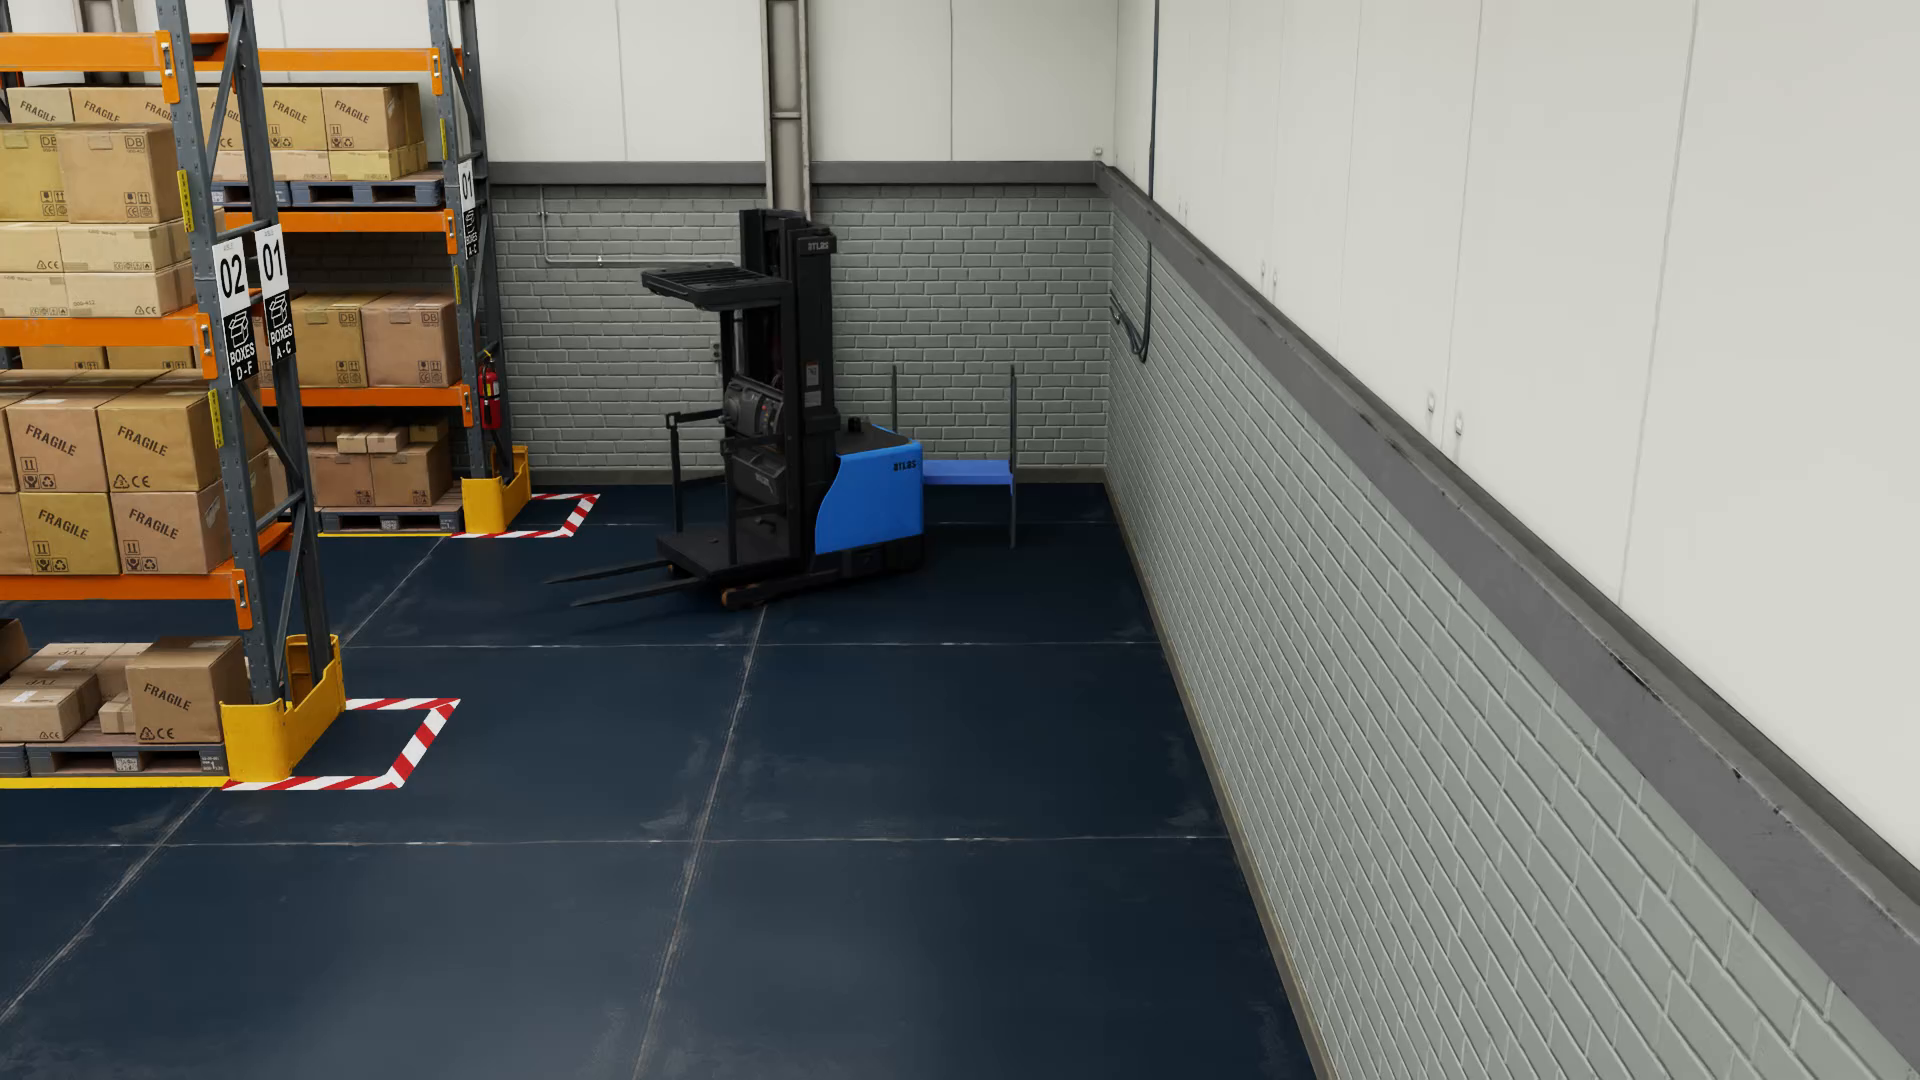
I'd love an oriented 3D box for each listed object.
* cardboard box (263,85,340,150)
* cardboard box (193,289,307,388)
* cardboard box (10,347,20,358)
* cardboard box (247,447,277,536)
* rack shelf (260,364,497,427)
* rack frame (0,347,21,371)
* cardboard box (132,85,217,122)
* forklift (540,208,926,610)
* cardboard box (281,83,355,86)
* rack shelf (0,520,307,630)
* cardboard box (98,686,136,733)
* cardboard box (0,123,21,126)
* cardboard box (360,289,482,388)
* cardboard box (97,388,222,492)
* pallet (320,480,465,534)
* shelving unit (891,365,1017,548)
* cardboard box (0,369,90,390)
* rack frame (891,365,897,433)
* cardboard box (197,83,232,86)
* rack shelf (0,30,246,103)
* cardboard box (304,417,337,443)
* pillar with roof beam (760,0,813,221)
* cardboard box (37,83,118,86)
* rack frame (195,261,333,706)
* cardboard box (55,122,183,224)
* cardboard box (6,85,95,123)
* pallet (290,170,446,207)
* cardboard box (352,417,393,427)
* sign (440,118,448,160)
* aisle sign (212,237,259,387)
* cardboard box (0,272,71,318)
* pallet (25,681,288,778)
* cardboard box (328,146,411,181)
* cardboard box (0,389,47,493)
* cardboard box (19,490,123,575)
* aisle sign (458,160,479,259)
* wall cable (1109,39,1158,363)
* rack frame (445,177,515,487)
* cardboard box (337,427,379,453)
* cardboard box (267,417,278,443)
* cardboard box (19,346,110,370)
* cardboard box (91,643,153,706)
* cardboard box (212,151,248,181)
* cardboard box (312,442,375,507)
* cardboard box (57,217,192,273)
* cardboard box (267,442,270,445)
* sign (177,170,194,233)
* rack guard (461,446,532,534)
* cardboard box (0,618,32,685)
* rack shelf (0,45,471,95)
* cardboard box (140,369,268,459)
[{"bbox_3d":[-5.480,-3.538,13.922,0.500,0.500,0.500,0,18,1],"label":"cardboard box"},{"bbox_3d":[-6.251,-1.792,14.731,0.700,0.700,0.980,-1,18,-4],"label":"cardboard box"},{"bbox_3d":[-8.715,-1.916,14.928,0.500,0.500,0.500,-1,18,-3],"label":"cardboard box"},{"bbox_3d":[-4.617,-0.275,10.331,0.500,0.500,0.500,0,18,0],"label":"cardboard box"},{"bbox_3d":[-6.251,-1.310,14.898,4.000,0.370,1.077,0,18,-1],"label":"rack shelf"},{"bbox_3d":[-8.251,-1.643,14.759,0.127,3.000,1.000,0,18,-1],"label":"rack frame"},{"bbox_3d":[-6.526,-3.531,13.899,0.500,0.500,0.500,0,18,-1],"label":"cardboard box"},{"bbox_3d":[-1.798,-1.037,12.982,3.031,2.935,1.130,-11,21,-32],"label":"forklift"},{"bbox_3d":[-5.514,-3.694,14.408,0.500,0.500,0.500,-1,18,-2],"label":"cardboard box"},{"bbox_3d":[-6.169,0.203,10.182,4.000,0.370,1.077,0,18,-1],"label":"rack shelf"},{"bbox_3d":[-5.116,1.043,10.305,0.250,0.166,0.380,0,18,-1],"label":"cardboard box"},{"bbox_3d":[-5.683,-2.082,9.417,0.500,0.500,0.700,0,18,-1],"label":"cardboard box"},{"bbox_3d":[-4.761,-1.800,14.756,0.700,0.700,0.980,1,18,2],"label":"cardboard box"},{"bbox_3d":[-4.610,-0.587,9.666,0.500,0.500,0.500,0,18,-1],"label":"cardboard box"},{"bbox_3d":[-5.050,-0.307,15.158,1.213,0.211,1.003,0,18,-1],"label":"pallet"},{"bbox_3d":[-0.051,-0.720,14.337,1.048,1.500,0.538,0,18,-1],"label":"shelving unit"},{"bbox_3d":[-5.640,-0.746,10.161,0.500,0.500,0.500,0,18,0],"label":"cardboard box"},{"bbox_3d":[-0.559,-0.719,14.332,0.032,1.500,0.500,0,18,-1],"label":"rack frame"},{"bbox_3d":[-6.517,-3.691,14.399,0.500,0.500,0.500,-1,18,-3],"label":"cardboard box"},{"bbox_3d":[-6.169,-2.652,9.266,4.000,0.370,1.077,0,18,-1],"label":"rack shelf"},{"bbox_3d":[-5.839,-1.003,15.108,0.250,0.149,0.380,0,18,0],"label":"cardboard box"},{"bbox_3d":[-1.498,-3.481,10.668,0.400,9.000,9.100,0,18,-1],"label":"pillar with roof beam"},{"bbox_3d":[-7.556,-3.679,14.362,0.500,0.500,0.500,0,18,-1],"label":"cardboard box"},{"bbox_3d":[-4.170,-0.149,10.102,0.127,3.000,1.000,0,18,-1],"label":"rack frame"},{"bbox_3d":[-4.683,-2.094,9.453,0.500,0.500,0.700,0,18,-1],"label":"cardboard box"},{"bbox_3d":[-7.534,-3.522,13.873,0.500,0.500,0.500,0,18,-1],"label":"cardboard box"},{"bbox_3d":[-4.993,-3.042,14.353,1.213,0.211,1.003,0,18,-1],"label":"pallet"},{"bbox_3d":[-5.335,-1.006,15.115,0.250,0.149,0.380,0,18,-1],"label":"cardboard box"},{"bbox_3d":[-4.257,-3.309,13.720,0.005,0.325,0.100,0,18,-1],"label":"sign"},{"bbox_3d":[-4.097,-1.294,9.415,0.004,0.787,0.394,0,18,-1],"label":"aisle sign"},{"bbox_3d":[-5.179,-1.424,9.411,0.500,0.250,0.500,0,18,-1],"label":"cardboard box"},{"bbox_3d":[-5.043,1.183,10.514,1.213,0.211,1.003,0,18,-1],"label":"pallet"},{"bbox_3d":[-4.980,-3.182,14.040,0.500,0.250,0.500,0,18,1],"label":"cardboard box"},{"bbox_3d":[-5.634,-0.580,9.645,0.500,0.500,0.500,0,18,1],"label":"cardboard box"},{"bbox_3d":[-5.132,-0.108,9.810,0.500,0.500,0.500,0,18,0],"label":"cardboard box"},{"bbox_3d":[-4.175,-2.809,14.137,0.004,0.787,0.394,0,18,-1],"label":"aisle sign"},{"bbox_3d":[1.409,-2.958,14.121,0.112,2.526,3.097,0,18,-1],"label":"wall cable"},{"bbox_3d":[-4.252,-1.662,14.819,0.127,3.000,1.000,0,18,-1],"label":"rack frame"},{"bbox_3d":[-5.331,-0.889,14.752,0.250,0.149,0.380,0,18,1],"label":"cardboard box"},{"bbox_3d":[-6.349,-1.001,15.100,0.250,0.149,0.380,-1,18,-2],"label":"cardboard box"},{"bbox_3d":[-7.708,-1.783,14.705,0.700,0.700,0.980,0,18,0],"label":"cardboard box"},{"bbox_3d":[-5.218,0.869,10.710,0.500,0.250,0.500,0,18,-1],"label":"cardboard box"},{"bbox_3d":[-6.020,-3.175,14.019,0.500,0.250,0.500,-1,18,-3],"label":"cardboard box"},{"bbox_3d":[-5.450,-0.636,15.023,0.500,0.500,0.700,0,18,-1],"label":"cardboard box"},{"bbox_3d":[-4.679,-1.664,9.340,0.500,0.250,0.500,0,18,-1],"label":"cardboard box"},{"bbox_3d":[-6.486,-0.628,15.000,0.500,0.500,0.700,0,18,0],"label":"cardboard box"},{"bbox_3d":[-4.181,-1.830,8.980,0.005,0.325,0.100,0,18,-1],"label":"sign"},{"bbox_3d":[-4.228,-0.472,15.201,0.348,0.500,1.175,0,18,-1],"label":"rack guard"},{"bbox_3d":[-6.291,0.839,10.390,0.637,0.503,0.797,0,18,-1],"label":"cardboard box"},{"bbox_3d":[-6.251,-3.976,14.043,4.000,0.370,1.077,0,18,-1],"label":"rack shelf"},{"bbox_3d":[-4.617,-0.751,10.179,0.500,0.500,0.500,0,18,1],"label":"cardboard box"}]
